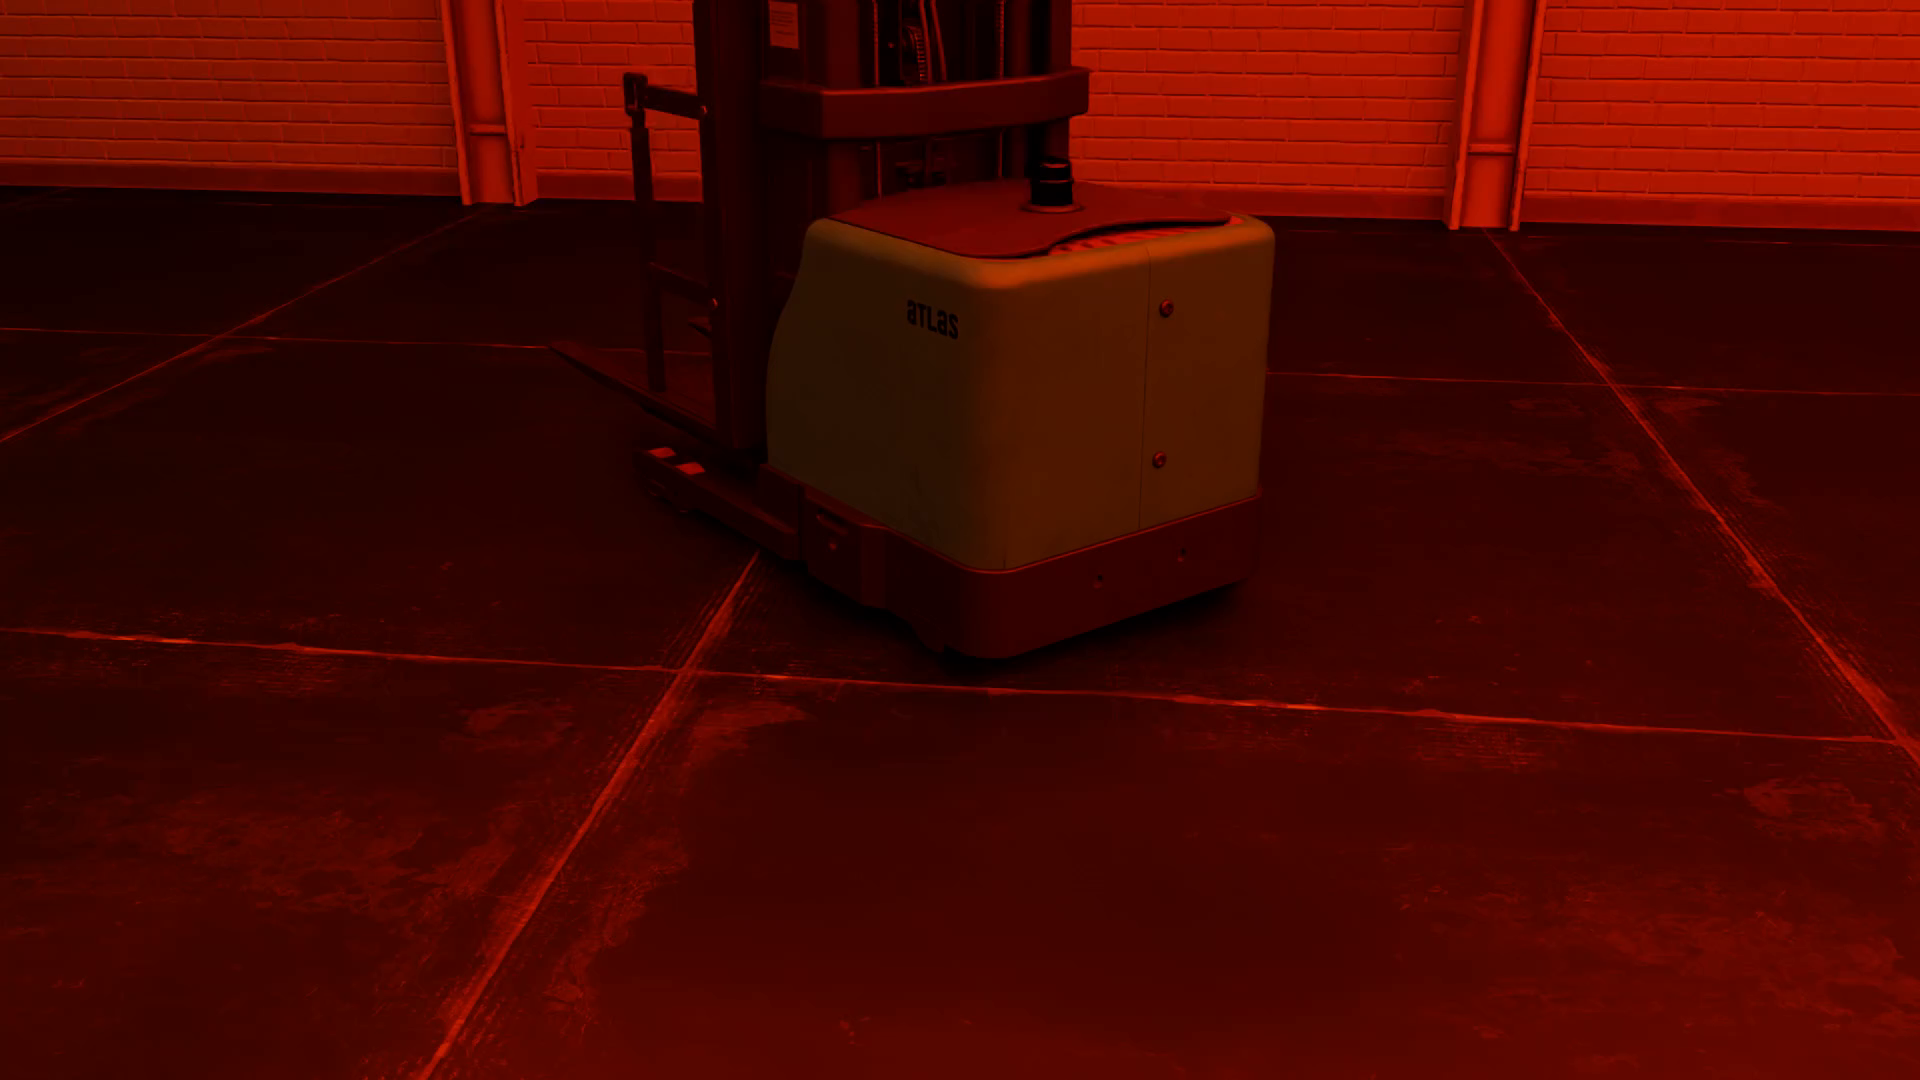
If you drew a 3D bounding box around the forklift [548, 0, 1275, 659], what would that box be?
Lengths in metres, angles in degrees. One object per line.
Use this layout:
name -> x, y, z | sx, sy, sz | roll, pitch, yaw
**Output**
forklift -> -0.431, -1.543, 5.084 | 1.130, 2.935, 3.031 | -16, 27, -34
